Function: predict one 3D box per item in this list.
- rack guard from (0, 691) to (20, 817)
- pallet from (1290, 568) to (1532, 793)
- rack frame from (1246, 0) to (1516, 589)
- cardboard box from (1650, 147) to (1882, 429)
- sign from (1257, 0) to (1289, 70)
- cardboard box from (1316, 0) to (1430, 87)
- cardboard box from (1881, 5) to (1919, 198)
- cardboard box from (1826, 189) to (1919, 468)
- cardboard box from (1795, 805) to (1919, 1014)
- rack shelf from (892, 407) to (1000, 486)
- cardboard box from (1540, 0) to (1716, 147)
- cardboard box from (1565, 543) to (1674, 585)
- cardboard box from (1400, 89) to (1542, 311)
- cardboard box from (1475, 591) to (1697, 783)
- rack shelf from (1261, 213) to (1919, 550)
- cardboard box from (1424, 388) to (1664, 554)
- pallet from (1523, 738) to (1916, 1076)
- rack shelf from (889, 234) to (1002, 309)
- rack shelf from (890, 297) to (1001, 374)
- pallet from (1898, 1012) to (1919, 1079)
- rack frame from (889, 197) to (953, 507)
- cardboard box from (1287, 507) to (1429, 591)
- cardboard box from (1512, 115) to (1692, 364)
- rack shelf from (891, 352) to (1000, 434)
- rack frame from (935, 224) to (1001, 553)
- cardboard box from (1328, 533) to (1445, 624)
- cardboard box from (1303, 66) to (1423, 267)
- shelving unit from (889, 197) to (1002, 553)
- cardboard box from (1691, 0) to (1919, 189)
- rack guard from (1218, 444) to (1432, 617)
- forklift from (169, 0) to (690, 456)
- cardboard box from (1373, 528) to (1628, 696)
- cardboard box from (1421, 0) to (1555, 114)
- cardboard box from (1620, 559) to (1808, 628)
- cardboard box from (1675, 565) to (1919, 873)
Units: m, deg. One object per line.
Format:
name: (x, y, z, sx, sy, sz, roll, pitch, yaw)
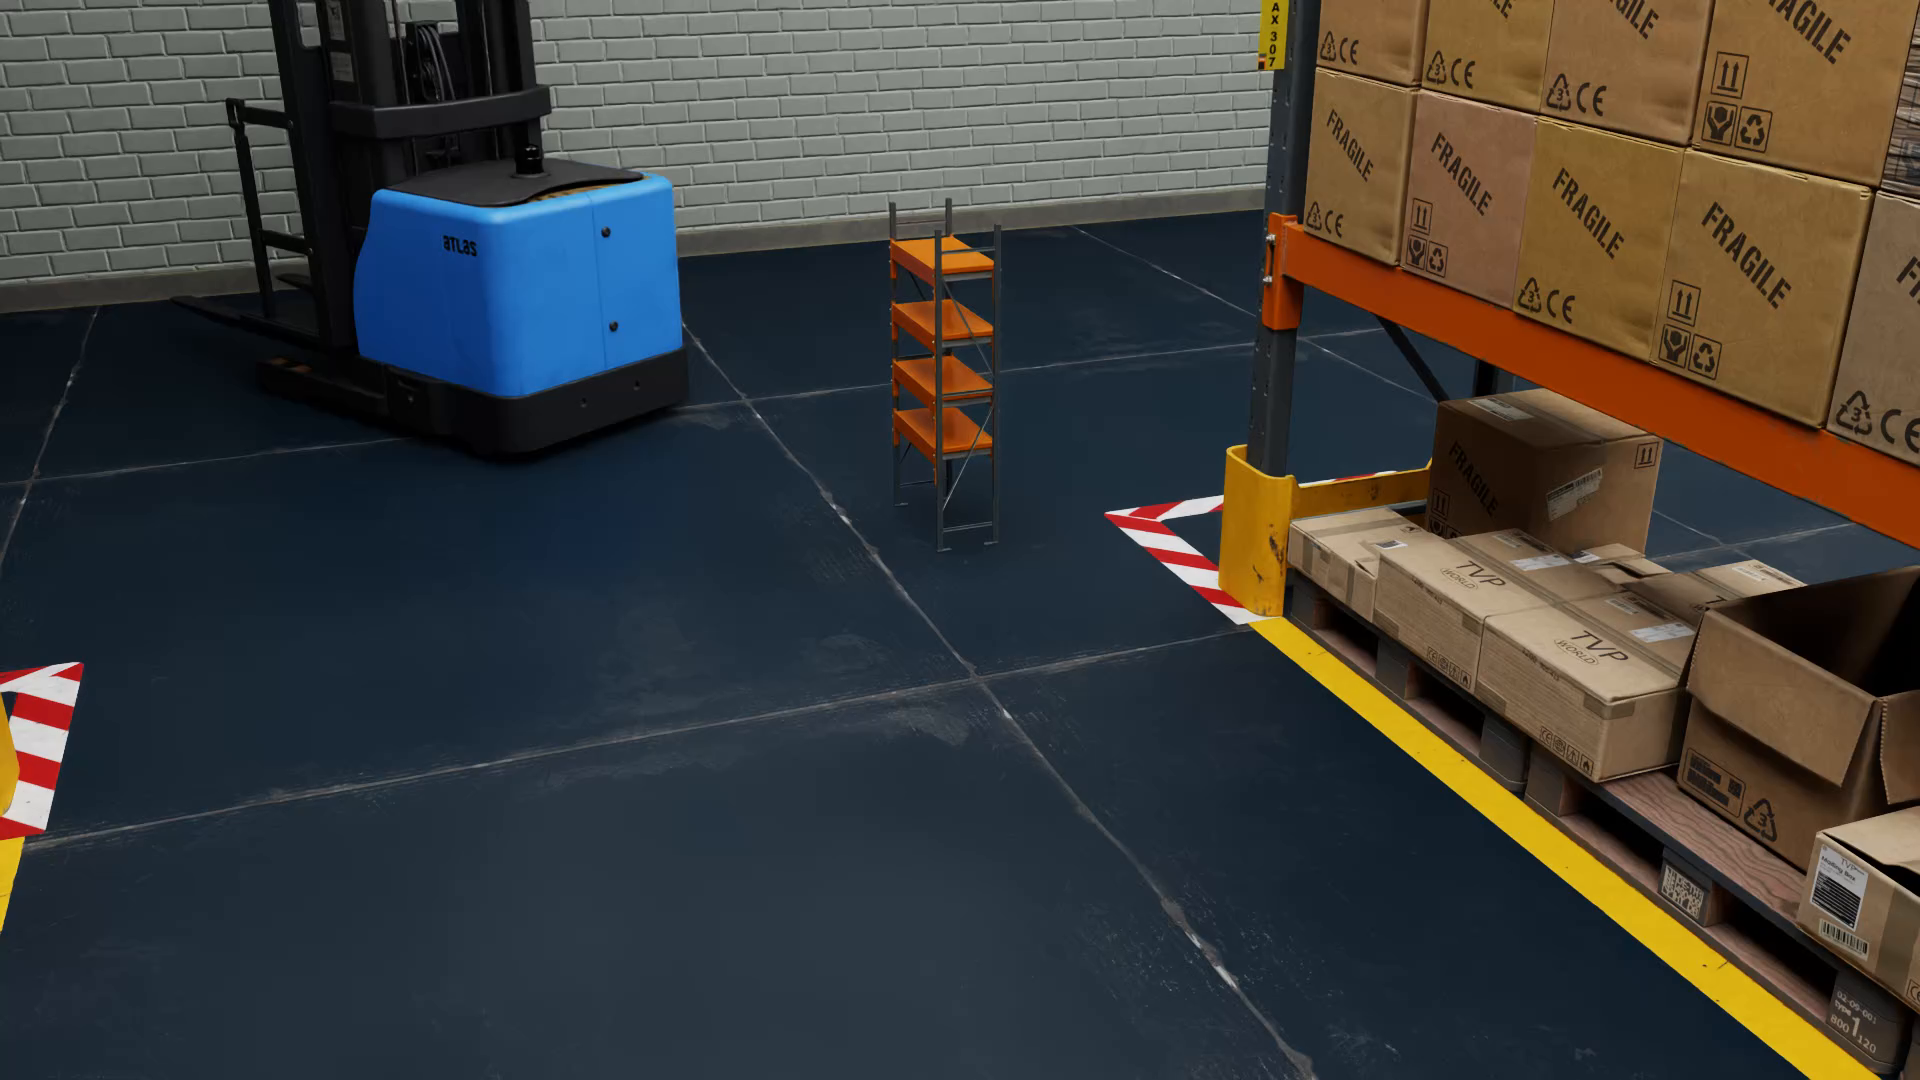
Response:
rack guard: (-3.169, 0.541, 4.323, 1.175, 0.500, 0.348, -8, 24, -19)
pallet: (1.782, 0.319, 5.222, 1.003, 0.211, 1.213, -8, 24, -19)
rack frame: (1.473, -1.283, 5.433, 1.000, 3.000, 0.127, -8, 24, -19)
cardboard box: (1.920, -0.581, 3.637, 0.500, 0.500, 0.500, -8, 24, -18)
sign: (0.965, -1.608, 5.088, 0.100, 0.325, 0.005, -8, 24, -19)
cardboard box: (1.383, -1.593, 4.751, 0.500, 0.500, 0.500, -8, 24, -17)
cardboard box: (2.104, -0.854, 2.998, 0.500, 0.500, 0.500, -8, 24, -19)
cardboard box: (2.102, -0.396, 3.199, 0.500, 0.500, 0.500, -8, 24, -18)
cardboard box: (2.154, 0.766, 3.467, 0.500, 0.311, 0.500, -8, 24, -19)
rack shelf: (-0.058, -0.368, 6.263, 0.258, 0.148, 0.480, -8, 24, -19)
cardboard box: (1.747, -1.221, 3.870, 0.500, 0.500, 0.500, -8, 24, -18)
cardboard box: (1.954, 0.143, 5.131, 0.380, 0.166, 0.250, -8, 24, -19)
cardboard box: (1.570, -0.945, 4.502, 0.500, 0.500, 0.500, -9, 24, -20)
cardboard box: (1.753, 0.381, 4.458, 0.500, 0.250, 0.500, -8, 24, -19)
rack shelf: (2.179, -0.225, 3.848, 1.077, 0.370, 4.000, -8, 24, -19)
cardboard box: (1.895, -0.170, 5.444, 0.500, 0.500, 0.500, -8, 24, -19)
pallet: (2.210, 0.761, 4.172, 1.003, 0.211, 1.213, -8, 24, -19)
rack shelf: (-0.059, -0.975, 6.007, 0.258, 0.148, 0.480, -8, 24, -19)
rack shelf: (-0.059, -0.757, 6.099, 0.258, 0.148, 0.480, -8, 24, -19)
pallet: (2.644, 1.205, 3.118, 1.003, 0.211, 1.213, -8, 24, -19)
rack frame: (-0.145, -0.702, 6.370, 0.240, 1.200, 0.015, -8, 24, -19)
cardboard box: (1.299, 0.027, 5.428, 0.380, 0.149, 0.250, -8, 24, -19)
cardboard box: (1.745, -0.763, 4.068, 0.500, 0.500, 0.500, -8, 24, -19)
rack shelf: (-0.058, -0.551, 6.186, 0.258, 0.148, 0.480, -8, 24, -19)
rack frame: (0.028, -0.524, 5.949, 0.240, 1.200, 0.015, -8, 24, -19)
cardboard box: (1.388, 0.110, 5.209, 0.380, 0.166, 0.250, -8, 24, -19)
cardboard box: (1.383, -1.132, 4.945, 0.500, 0.500, 0.500, -8, 24, -18)
shelving unit: (-0.058, -0.613, 6.160, 0.258, 1.200, 0.503, -8, 24, -19)
cardboard box: (1.927, -1.037, 3.432, 0.500, 0.500, 0.500, -9, 24, -19)
rack guard: (1.500, -0.104, 5.853, 1.175, 0.500, 0.348, -8, 24, -19)
forklift: (-2.717, -2.148, 7.573, 3.031, 2.935, 1.130, 17, 28, 34)
cardboard box: (1.576, 0.199, 4.889, 0.500, 0.250, 0.500, -8, 24, -19)
cardboard box: (1.575, -1.404, 4.303, 0.500, 0.500, 0.500, -8, 24, -18)
cardboard box: (2.203, 0.294, 4.664, 0.500, 0.250, 0.500, -8, 24, -19)
cardboard box: (2.217, 0.436, 4.002, 0.797, 0.503, 0.637, -8, 24, -19)
